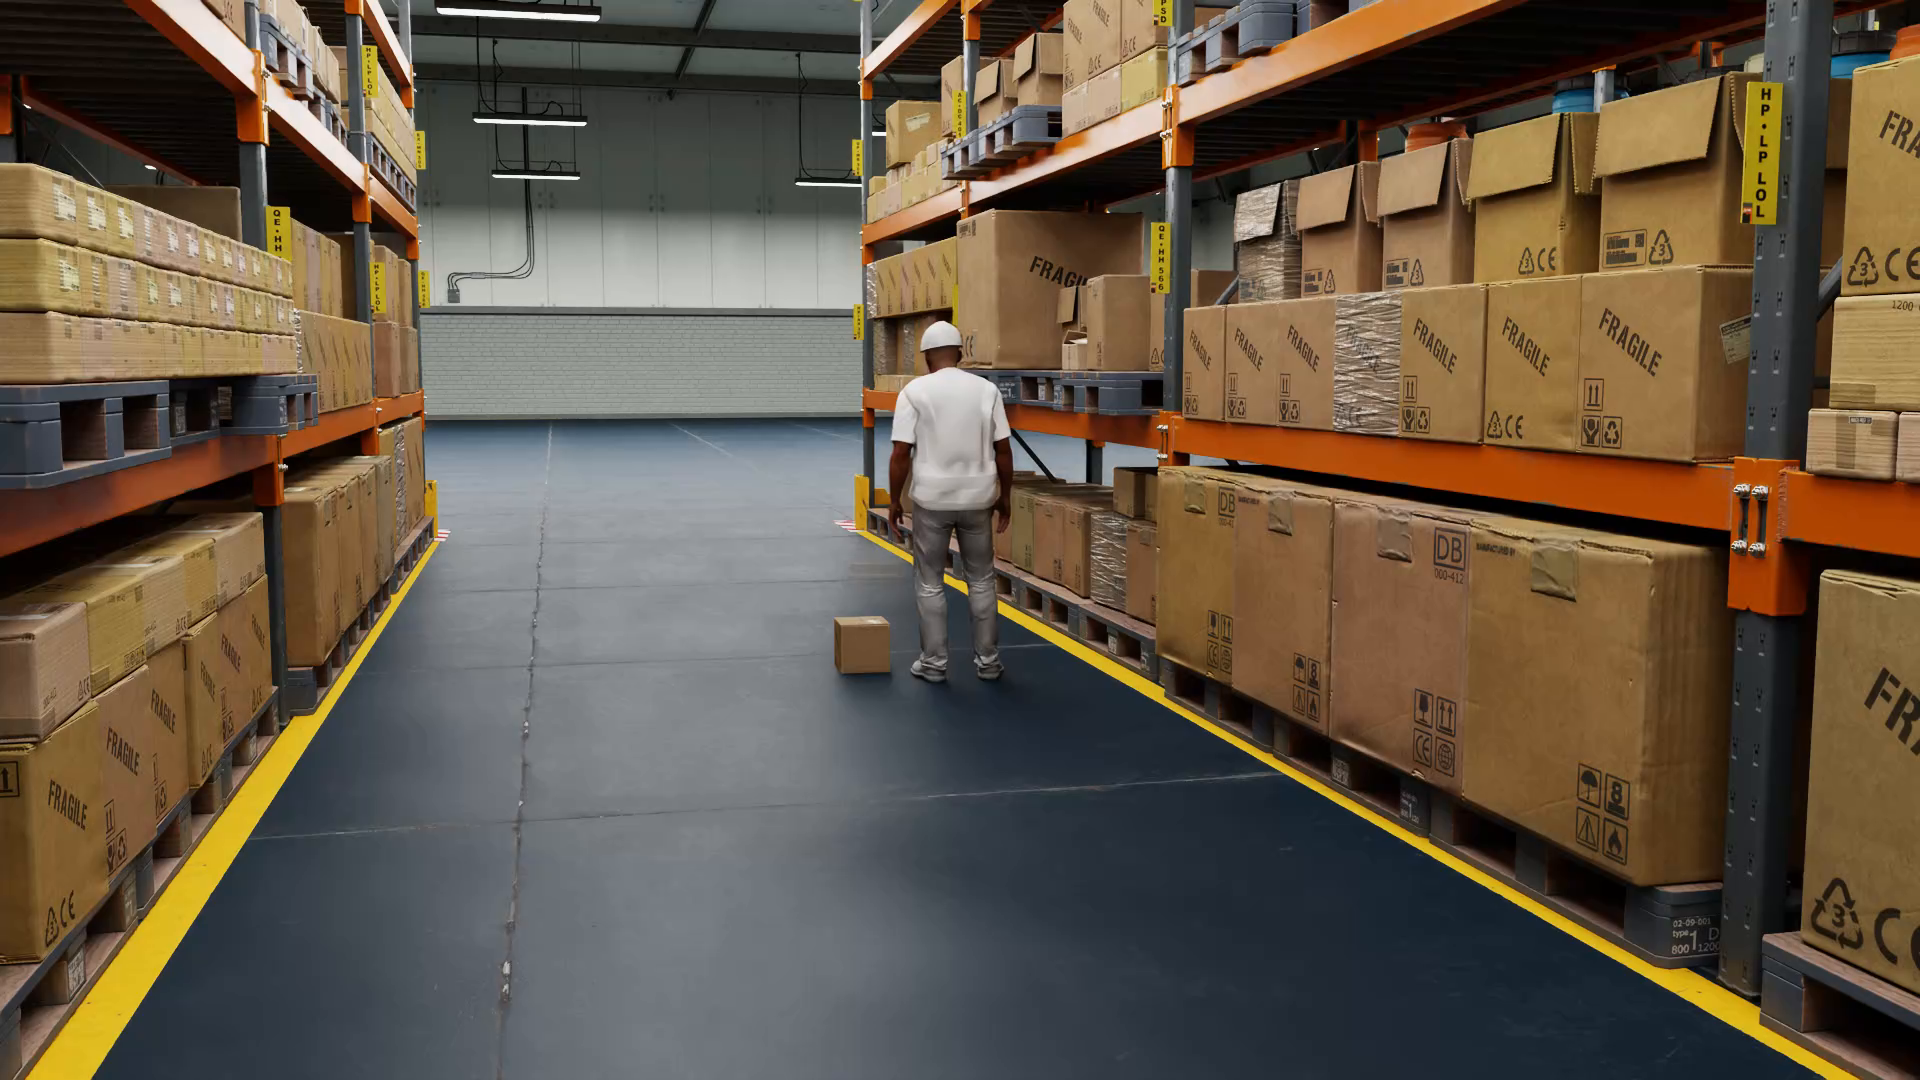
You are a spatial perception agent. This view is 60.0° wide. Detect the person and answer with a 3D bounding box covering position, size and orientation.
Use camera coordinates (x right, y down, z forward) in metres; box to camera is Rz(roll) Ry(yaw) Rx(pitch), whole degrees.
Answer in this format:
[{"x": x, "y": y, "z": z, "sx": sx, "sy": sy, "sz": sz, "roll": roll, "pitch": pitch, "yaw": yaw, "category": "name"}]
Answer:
[{"x": -0.049, "y": -0.191, "z": 8.174, "sx": 0.633, "sy": 1.759, "sz": 0.462, "roll": -2, "pitch": 6, "yaw": -14, "category": "person"}]
